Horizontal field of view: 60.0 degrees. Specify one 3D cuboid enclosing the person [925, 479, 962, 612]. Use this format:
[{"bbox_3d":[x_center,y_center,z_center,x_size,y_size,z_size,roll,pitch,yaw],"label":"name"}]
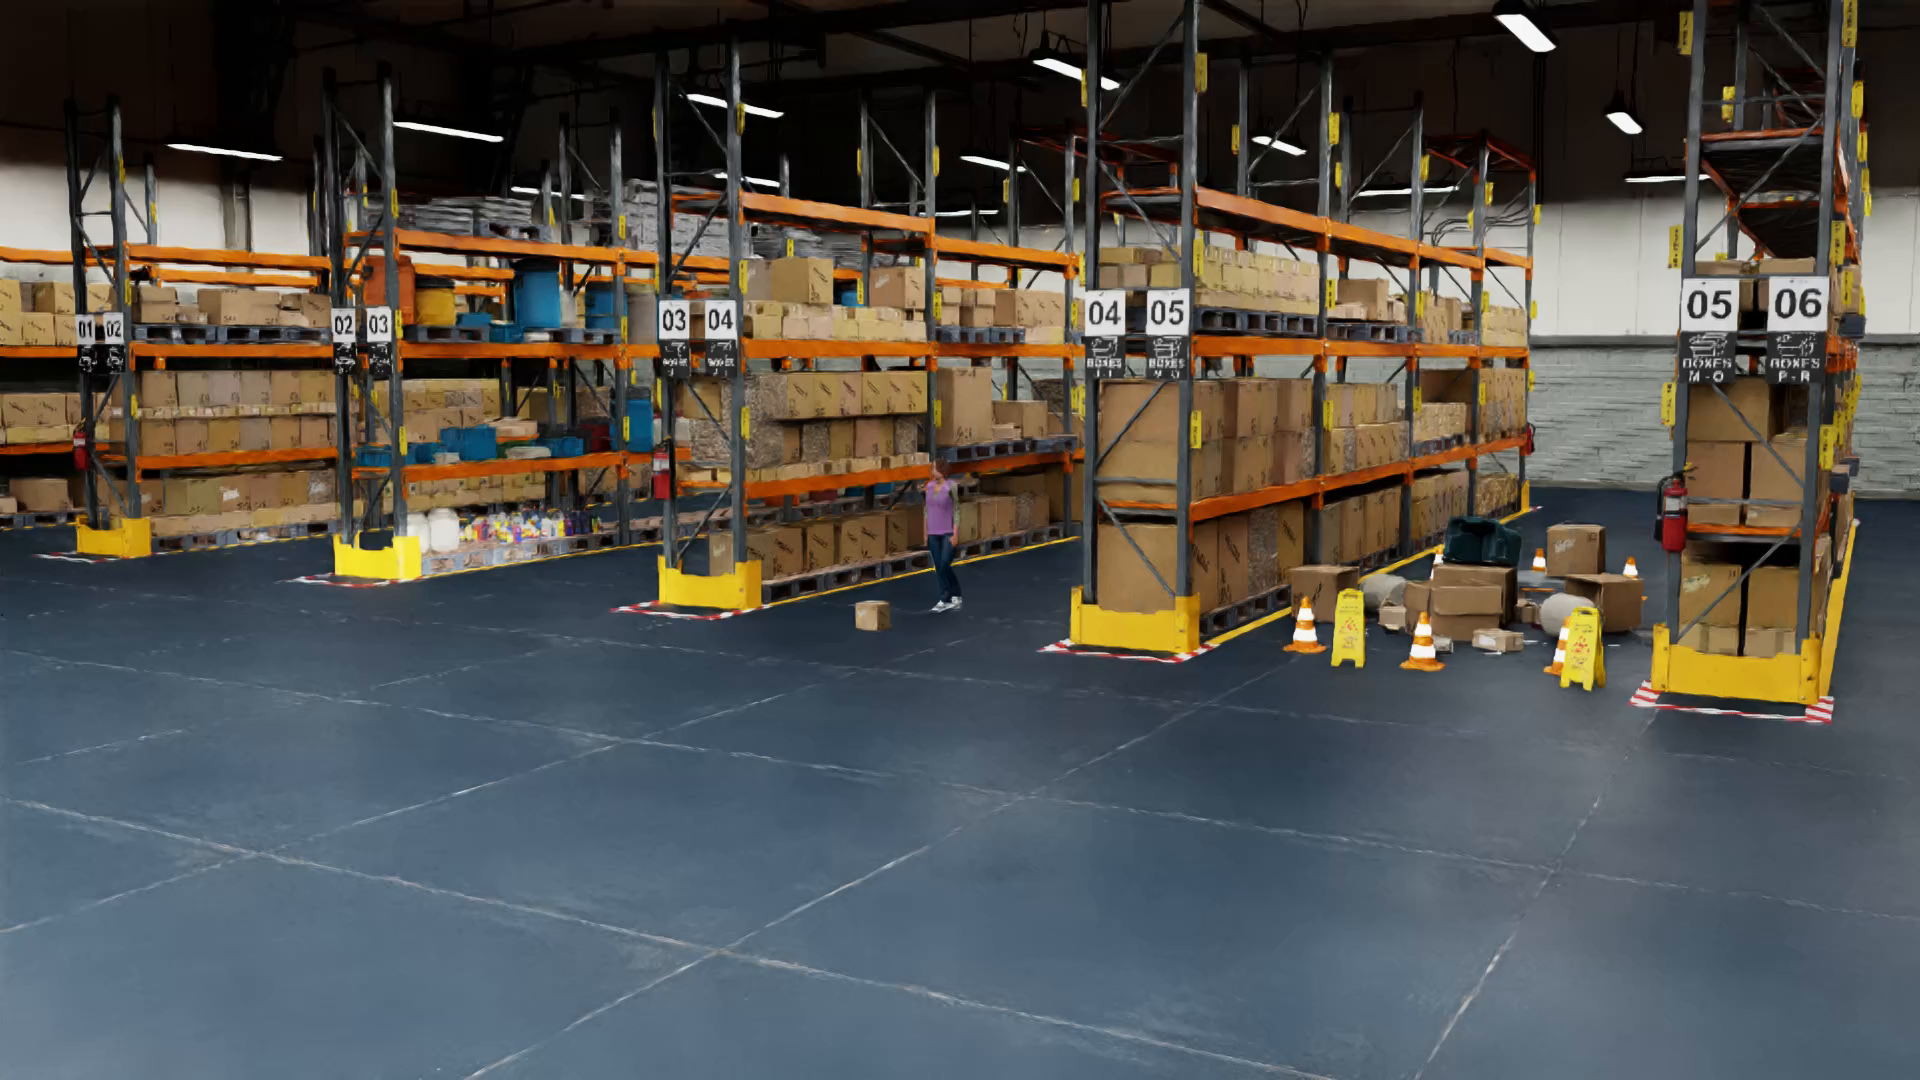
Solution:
[{"bbox_3d":[-0.165,0.055,16.954,0.351,1.370,0.370,4,7,34],"label":"person"}]
